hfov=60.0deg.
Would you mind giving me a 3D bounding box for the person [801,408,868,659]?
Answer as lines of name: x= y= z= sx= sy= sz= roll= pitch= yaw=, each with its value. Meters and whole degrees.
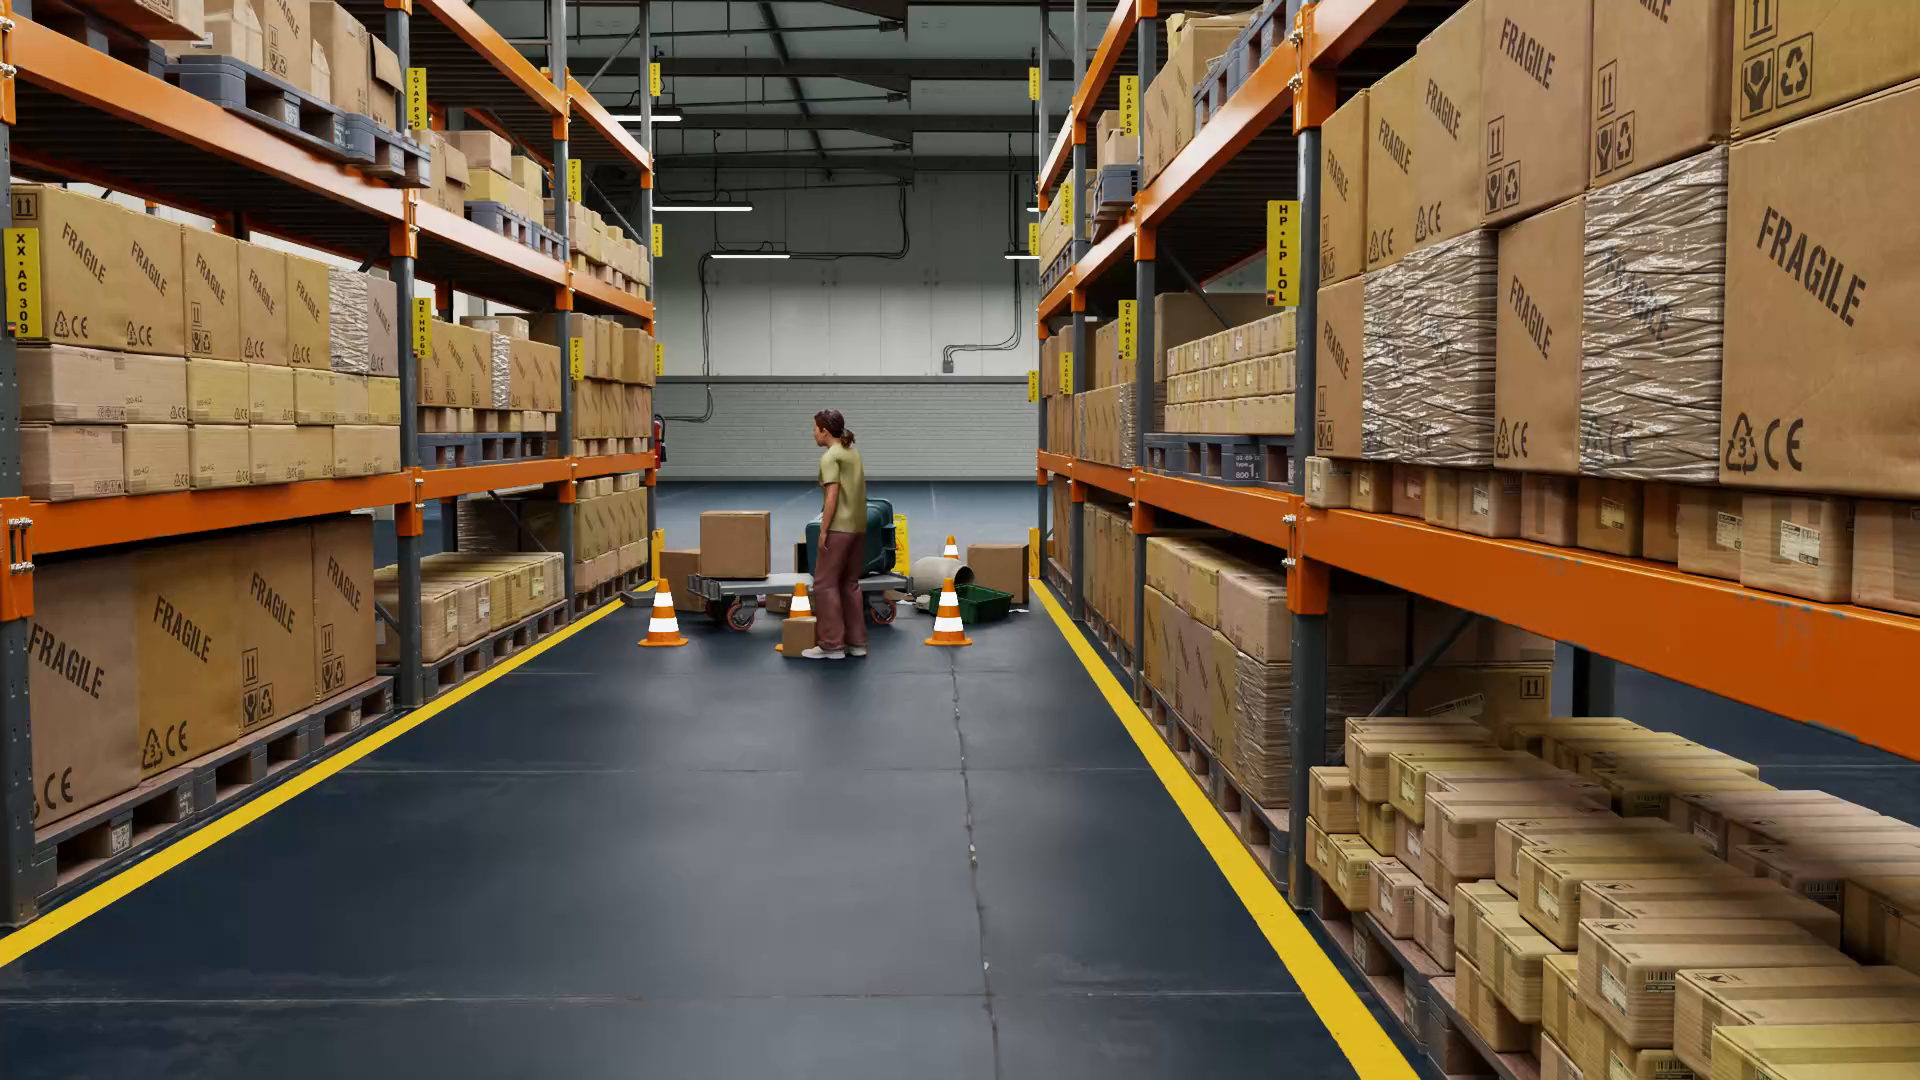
person: x=-0.838 y=-0.043 z=11.113 sx=0.416 sy=1.671 sz=0.520 roll=2 pitch=4 yaw=24
